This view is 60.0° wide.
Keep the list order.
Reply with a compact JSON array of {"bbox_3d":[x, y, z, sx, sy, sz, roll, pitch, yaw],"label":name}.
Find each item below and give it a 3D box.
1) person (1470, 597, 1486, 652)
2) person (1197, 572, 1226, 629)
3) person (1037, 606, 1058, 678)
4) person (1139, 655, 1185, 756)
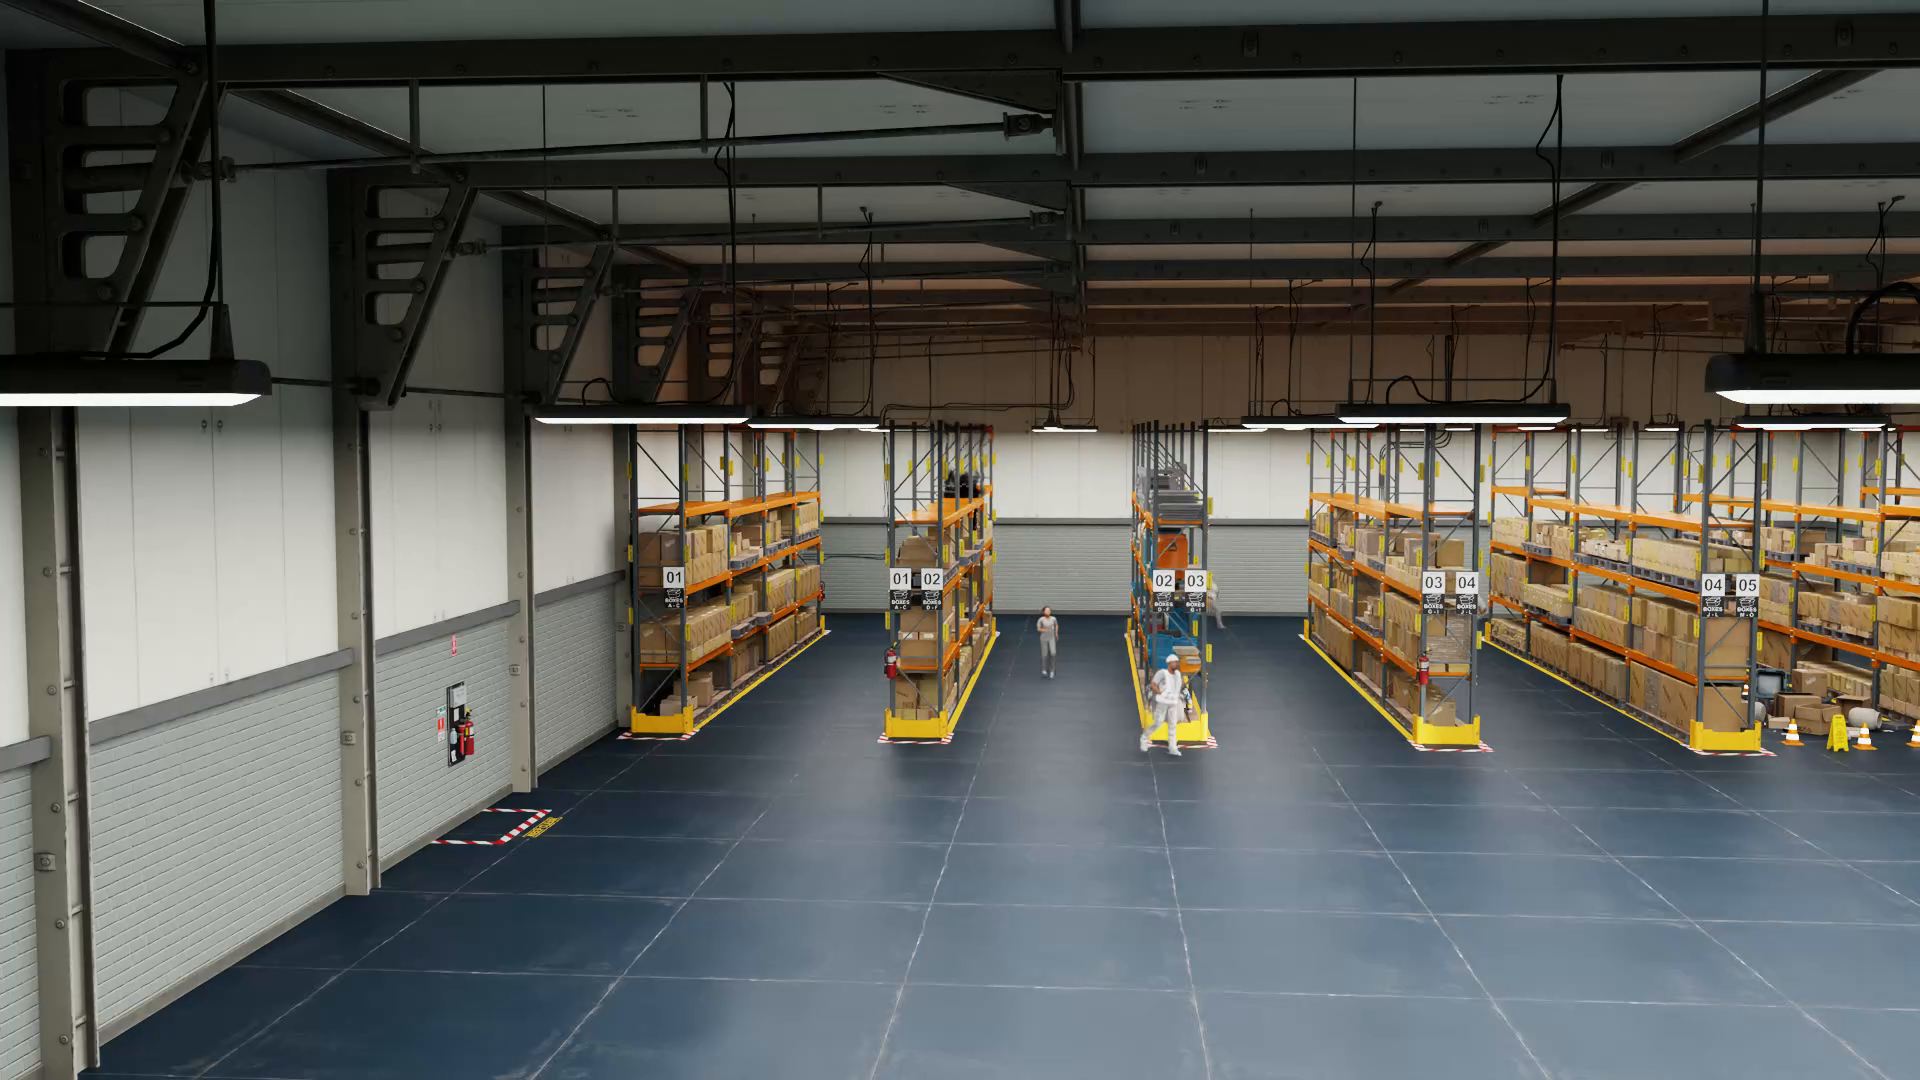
[{"bbox_3d":[13.442,2.092,43.614,0.689,1.767,0.852,1,4,10],"label":"person"},{"bbox_3d":[7.435,1.786,49.412,1.012,1.697,0.553,1,4,20],"label":"person"},{"bbox_3d":[2.077,2.400,39.287,0.529,1.700,0.722,0,4,-5],"label":"person"},{"bbox_3d":[3.743,2.931,29.770,0.747,1.758,0.941,-3,4,-36],"label":"person"}]
